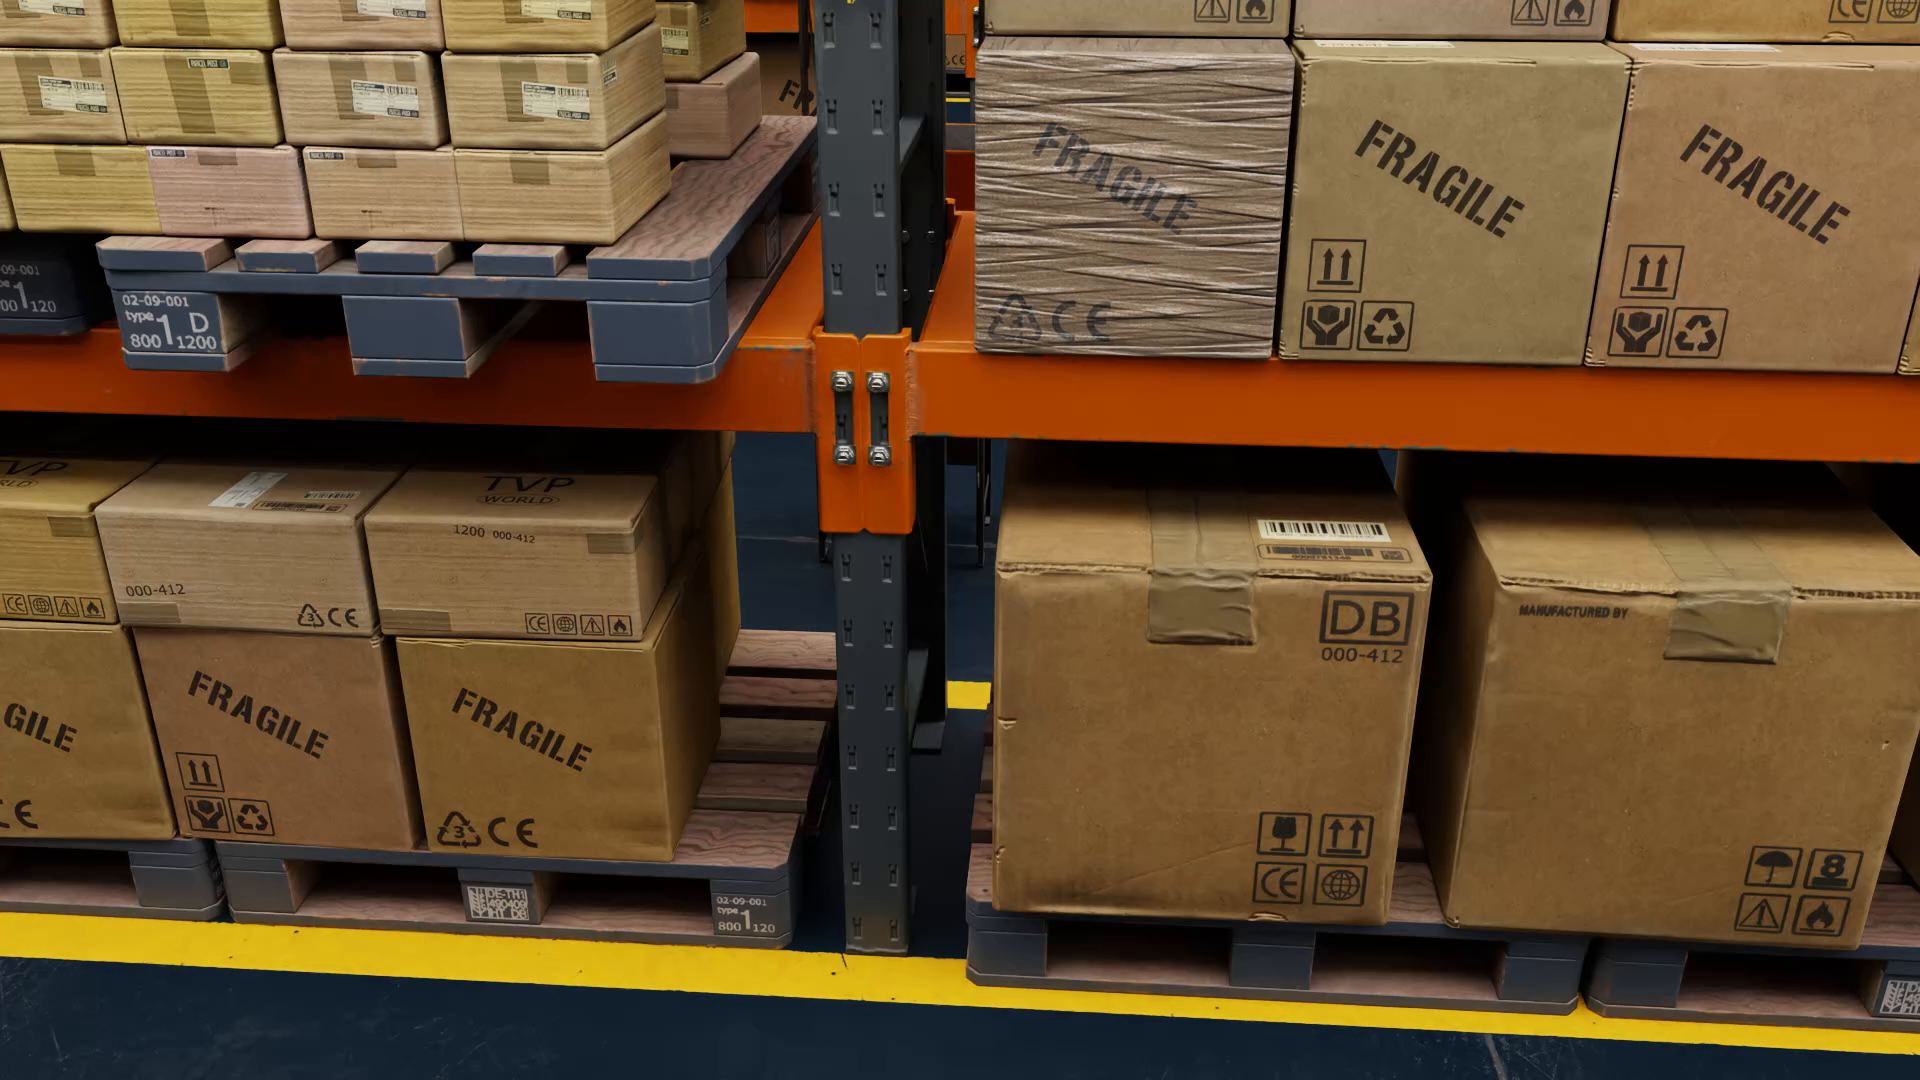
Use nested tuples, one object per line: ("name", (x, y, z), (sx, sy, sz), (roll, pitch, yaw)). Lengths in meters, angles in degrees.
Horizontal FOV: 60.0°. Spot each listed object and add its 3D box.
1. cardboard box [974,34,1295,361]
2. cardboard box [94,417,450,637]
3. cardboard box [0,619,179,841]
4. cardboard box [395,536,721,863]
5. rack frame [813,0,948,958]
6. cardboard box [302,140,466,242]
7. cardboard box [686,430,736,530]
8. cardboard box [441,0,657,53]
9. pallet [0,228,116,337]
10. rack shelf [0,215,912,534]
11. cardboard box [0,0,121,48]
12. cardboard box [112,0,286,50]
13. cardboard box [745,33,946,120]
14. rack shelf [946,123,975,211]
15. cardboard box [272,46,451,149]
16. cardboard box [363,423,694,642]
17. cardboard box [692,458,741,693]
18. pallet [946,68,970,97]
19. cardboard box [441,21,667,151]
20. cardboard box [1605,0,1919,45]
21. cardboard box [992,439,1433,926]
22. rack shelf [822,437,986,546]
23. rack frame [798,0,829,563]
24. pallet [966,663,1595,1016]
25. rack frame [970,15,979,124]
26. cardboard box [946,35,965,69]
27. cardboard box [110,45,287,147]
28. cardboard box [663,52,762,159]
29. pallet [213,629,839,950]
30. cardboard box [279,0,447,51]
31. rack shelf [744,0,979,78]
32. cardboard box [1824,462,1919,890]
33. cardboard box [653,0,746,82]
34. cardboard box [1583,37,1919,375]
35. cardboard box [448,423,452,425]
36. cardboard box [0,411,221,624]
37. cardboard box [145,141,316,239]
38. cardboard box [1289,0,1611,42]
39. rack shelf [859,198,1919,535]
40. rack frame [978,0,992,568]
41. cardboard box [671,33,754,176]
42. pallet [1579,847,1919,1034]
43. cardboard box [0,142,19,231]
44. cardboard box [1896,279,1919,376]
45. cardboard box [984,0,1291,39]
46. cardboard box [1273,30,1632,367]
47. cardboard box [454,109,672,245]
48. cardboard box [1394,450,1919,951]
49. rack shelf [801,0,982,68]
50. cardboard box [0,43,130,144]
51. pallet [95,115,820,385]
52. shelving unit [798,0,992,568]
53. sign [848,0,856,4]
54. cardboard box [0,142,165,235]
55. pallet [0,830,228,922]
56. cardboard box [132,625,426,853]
("cardboard box", (0.294, -0.638, 2.929), (0.500, 0.500, 0.500), (2, 25, 5))
("cardboard box", (-1.339, -0.040, 3.339), (0.500, 0.250, 0.500), (2, 25, 5))
("cardboard box", (-1.855, 0.284, 3.531), (0.500, 0.500, 0.500), (1, 25, 2))
("cardboard box", (-0.809, 0.313, 3.470), (0.500, 0.500, 0.500), (2, 25, 4))
("rack frame", (-0.132, -0.720, 3.226), (0.127, 3.000, 1.000), (2, 25, 4))
("cardboard box", (-0.907, -0.629, 2.828), (0.250, 0.149, 0.380), (2, 25, 4))
("cardboard box", (-0.802, -0.239, 3.771), (0.500, 0.250, 0.500), (1, 25, 2))
("cardboard box", (-0.656, -0.891, 2.685), (0.250, 0.149, 0.380), (1, 25, 2))
("pallet", (-2.109, -0.679, 3.367), (1.213, 0.211, 1.003), (2, 25, 4))
("rack shelf", (-2.127, -0.457, 3.516), (4.000, 0.370, 1.077), (2, 25, 4))
("cardboard box", (-1.434, -0.916, 2.738), (0.250, 0.149, 0.380), (3, 25, 6))
("cardboard box", (-1.168, -0.909, 2.723), (0.250, 0.149, 0.380), (3, 25, 6))
("cardboard box", (-0.537, -2.069, 8.196), (0.875, 0.875, 0.875), (2, 25, 4))
("rack shelf", (-0.165, -0.947, 4.828), (0.480, 0.518, 0.431), (2, 25, 4))
("cardboard box", (-0.926, -0.766, 2.768), (0.250, 0.149, 0.380), (3, 25, 6))
("cardboard box", (-0.834, -0.028, 3.314), (0.500, 0.250, 0.500), (1, 25, 3))
("cardboard box", (-0.818, 0.096, 3.941), (0.500, 0.500, 0.500), (1, 25, 2))
("pallet", (-0.220, -3.628, 12.882), (1.213, 0.211, 1.003), (2, 25, 4))
("cardboard box", (-0.660, -0.758, 2.751), (0.250, 0.149, 0.380), (2, 25, 5))
("cardboard box", (1.330, -1.170, 2.888), (0.500, 0.500, 0.700), (1, 25, 3))
("cardboard box", (0.468, 0.168, 3.485), (0.750, 0.750, 1.050), (2, 25, 3))
("rack shelf", (-0.165, -0.311, 5.121), (0.480, 0.518, 0.431), (2, 25, 4))
("rack frame", (-0.408, -0.967, 4.840), (0.015, 2.100, 0.400), (2, 25, 4))
("pallet", (0.648, 0.603, 3.686), (1.213, 0.211, 1.003), (2, 25, 4))
("rack frame", (0.146, -2.786, 7.717), (0.127, 3.000, 1.000), (2, 25, 4))
("cardboard box", (0.084, -3.834, 12.482), (0.500, 0.500, 0.500), (3, 25, 6))
("cardboard box", (-1.189, -0.773, 2.784), (0.250, 0.149, 0.380), (2, 25, 5))
("cardboard box", (-0.563, -0.895, 3.405), (0.250, 0.149, 0.380), (2, 25, 3))
("pallet", (-0.912, 0.521, 3.865), (1.213, 0.211, 1.003), (2, 25, 4))
("cardboard box", (-0.906, -0.900, 2.705), (0.250, 0.149, 0.380), (2, 25, 3))
("rack shelf", (-1.848, -2.523, 8.006), (4.000, 0.370, 1.077), (2, 25, 4))
("cardboard box", (2.268, 0.224, 3.363), (0.750, 0.750, 1.050), (2, 25, 4))
("cardboard box", (-0.599, -1.031, 3.344), (0.250, 0.149, 0.380), (3, 25, 6))
("cardboard box", (1.304, -0.607, 2.861), (0.500, 0.500, 0.500), (2, 25, 4))
("cardboard box", (-1.307, -0.255, 3.807), (0.500, 0.250, 0.500), (2, 25, 3))
("cardboard box", (-1.844, -0.063, 3.389), (0.500, 0.250, 0.500), (2, 25, 5))
("cardboard box", (-1.163, -0.638, 2.845), (0.250, 0.149, 0.380), (2, 25, 5))
("cardboard box", (0.819, -1.185, 2.922), (0.500, 0.500, 0.700), (1, 25, 3))
("rack shelf", (1.862, -0.329, 3.237), (4.000, 0.370, 1.077), (2, 25, 4))
("rack frame", (0.078, -0.951, 4.806), (0.015, 2.100, 0.400), (2, 25, 4))
("cardboard box", (-1.426, -2.099, 8.262), (0.875, 0.875, 0.875), (2, 25, 5))
("pallet", (1.861, 0.644, 3.599), (1.213, 0.211, 1.003), (2, 25, 4))
("cardboard box", (-1.680, -0.655, 2.883), (0.250, 0.149, 0.380), (1, 25, 2))
("cardboard box", (1.801, -0.590, 2.825), (0.500, 0.500, 0.500), (2, 25, 3))
("cardboard box", (0.314, -1.201, 2.956), (0.500, 0.500, 0.700), (2, 25, 4))
("cardboard box", (0.802, -0.623, 2.897), (0.500, 0.500, 0.500), (2, 25, 3))
("cardboard box", (-0.660, -0.621, 2.809), (0.250, 0.149, 0.380), (2, 25, 5))
("cardboard box", (1.340, 0.195, 3.427), (0.750, 0.750, 1.050), (2, 25, 5))
("rack shelf", (-0.165, -1.583, 4.536), (0.480, 0.518, 0.431), (2, 25, 4))
("cardboard box", (-1.438, -0.781, 2.801), (0.250, 0.149, 0.380), (2, 25, 4))
("pallet", (-0.851, -0.611, 3.219), (1.003, 0.211, 1.213), (2, 25, 4))
("shelving unit", (-0.165, -0.959, 4.823), (0.503, 2.100, 0.431), (2, 25, 4))
("sign", (-0.165, -0.983, 2.508), (0.005, 0.325, 0.100), (2, 25, 4))
("cardboard box", (-1.412, -0.647, 2.866), (0.250, 0.149, 0.380), (2, 25, 3))
("pallet", (-2.125, 0.481, 3.952), (1.213, 0.211, 1.003), (2, 25, 4))
("cardboard box", (-1.326, 0.295, 3.509), (0.500, 0.500, 0.500), (3, 25, 6))
